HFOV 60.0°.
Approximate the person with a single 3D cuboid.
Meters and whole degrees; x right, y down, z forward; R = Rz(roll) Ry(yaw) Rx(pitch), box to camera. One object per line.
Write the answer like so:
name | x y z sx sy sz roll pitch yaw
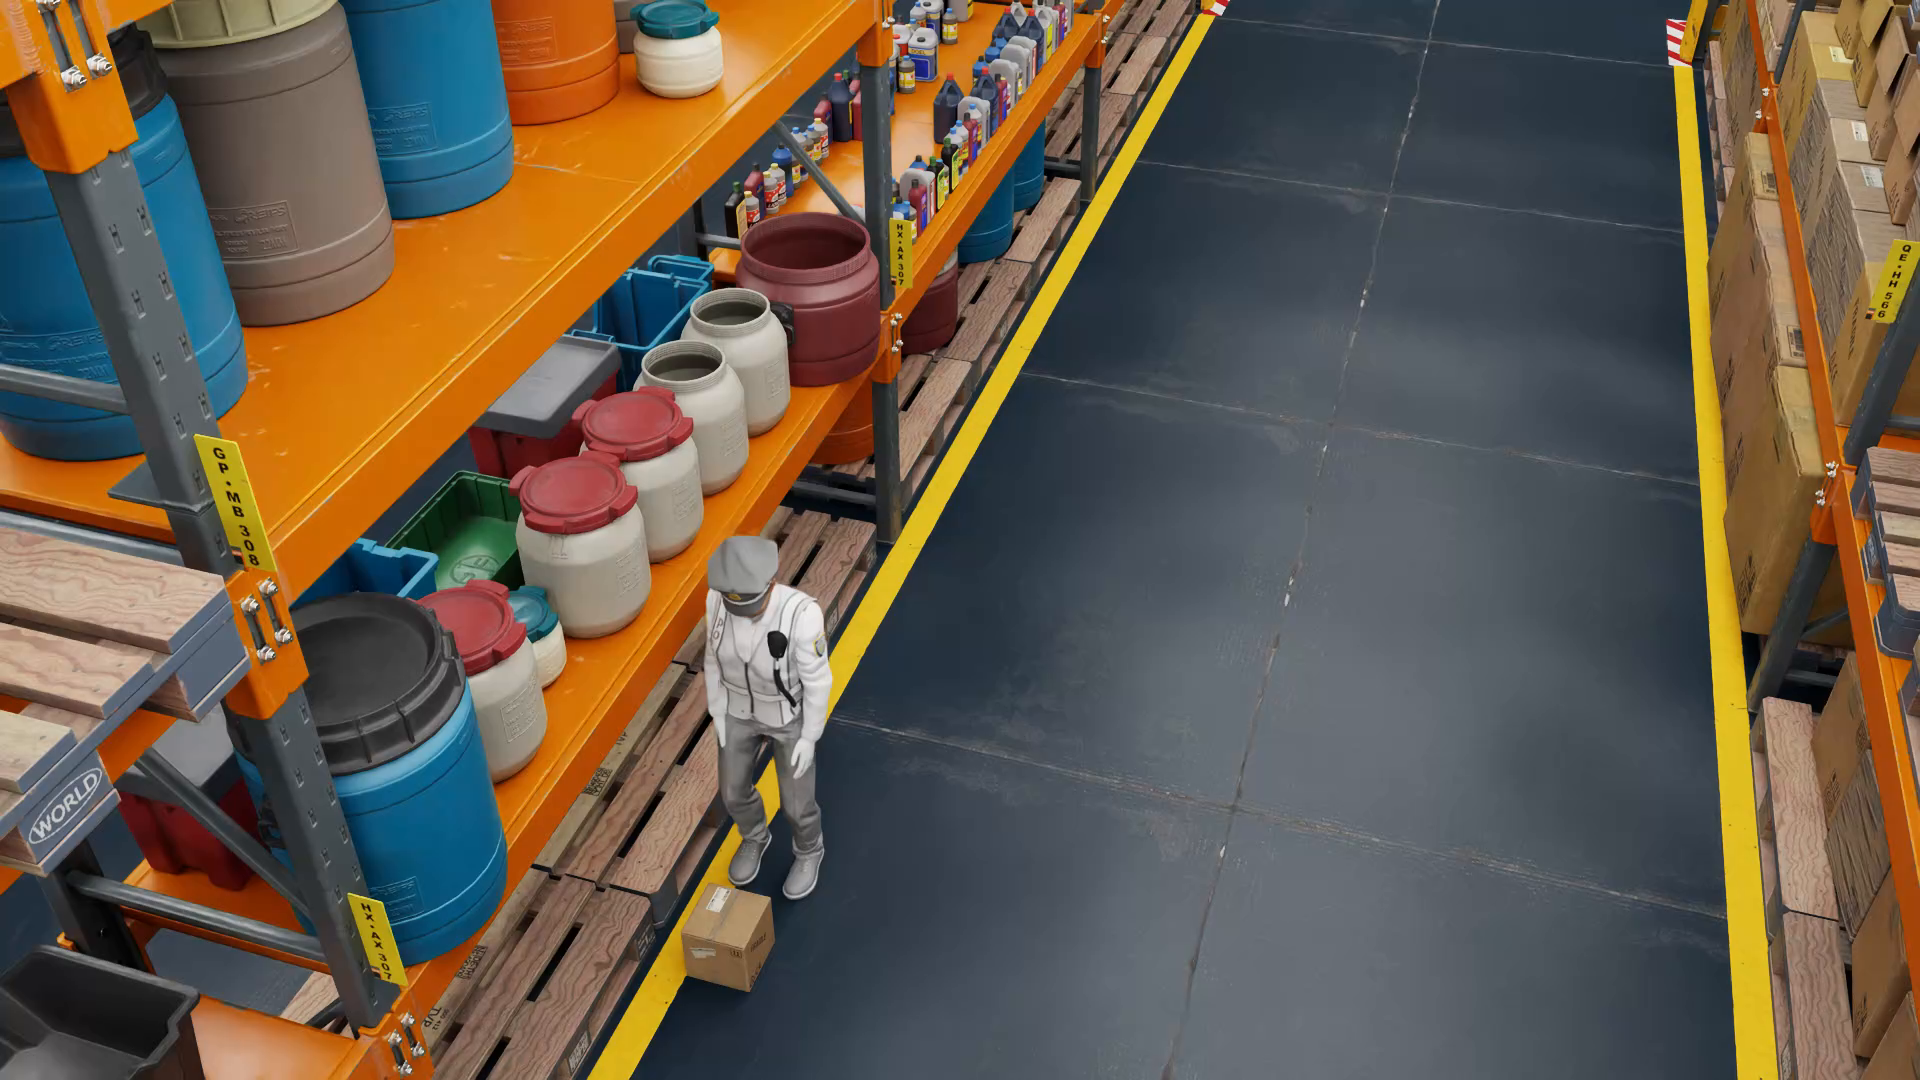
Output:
person | -0.693 0.655 6.057 0.492 1.642 0.412 12 39 15
